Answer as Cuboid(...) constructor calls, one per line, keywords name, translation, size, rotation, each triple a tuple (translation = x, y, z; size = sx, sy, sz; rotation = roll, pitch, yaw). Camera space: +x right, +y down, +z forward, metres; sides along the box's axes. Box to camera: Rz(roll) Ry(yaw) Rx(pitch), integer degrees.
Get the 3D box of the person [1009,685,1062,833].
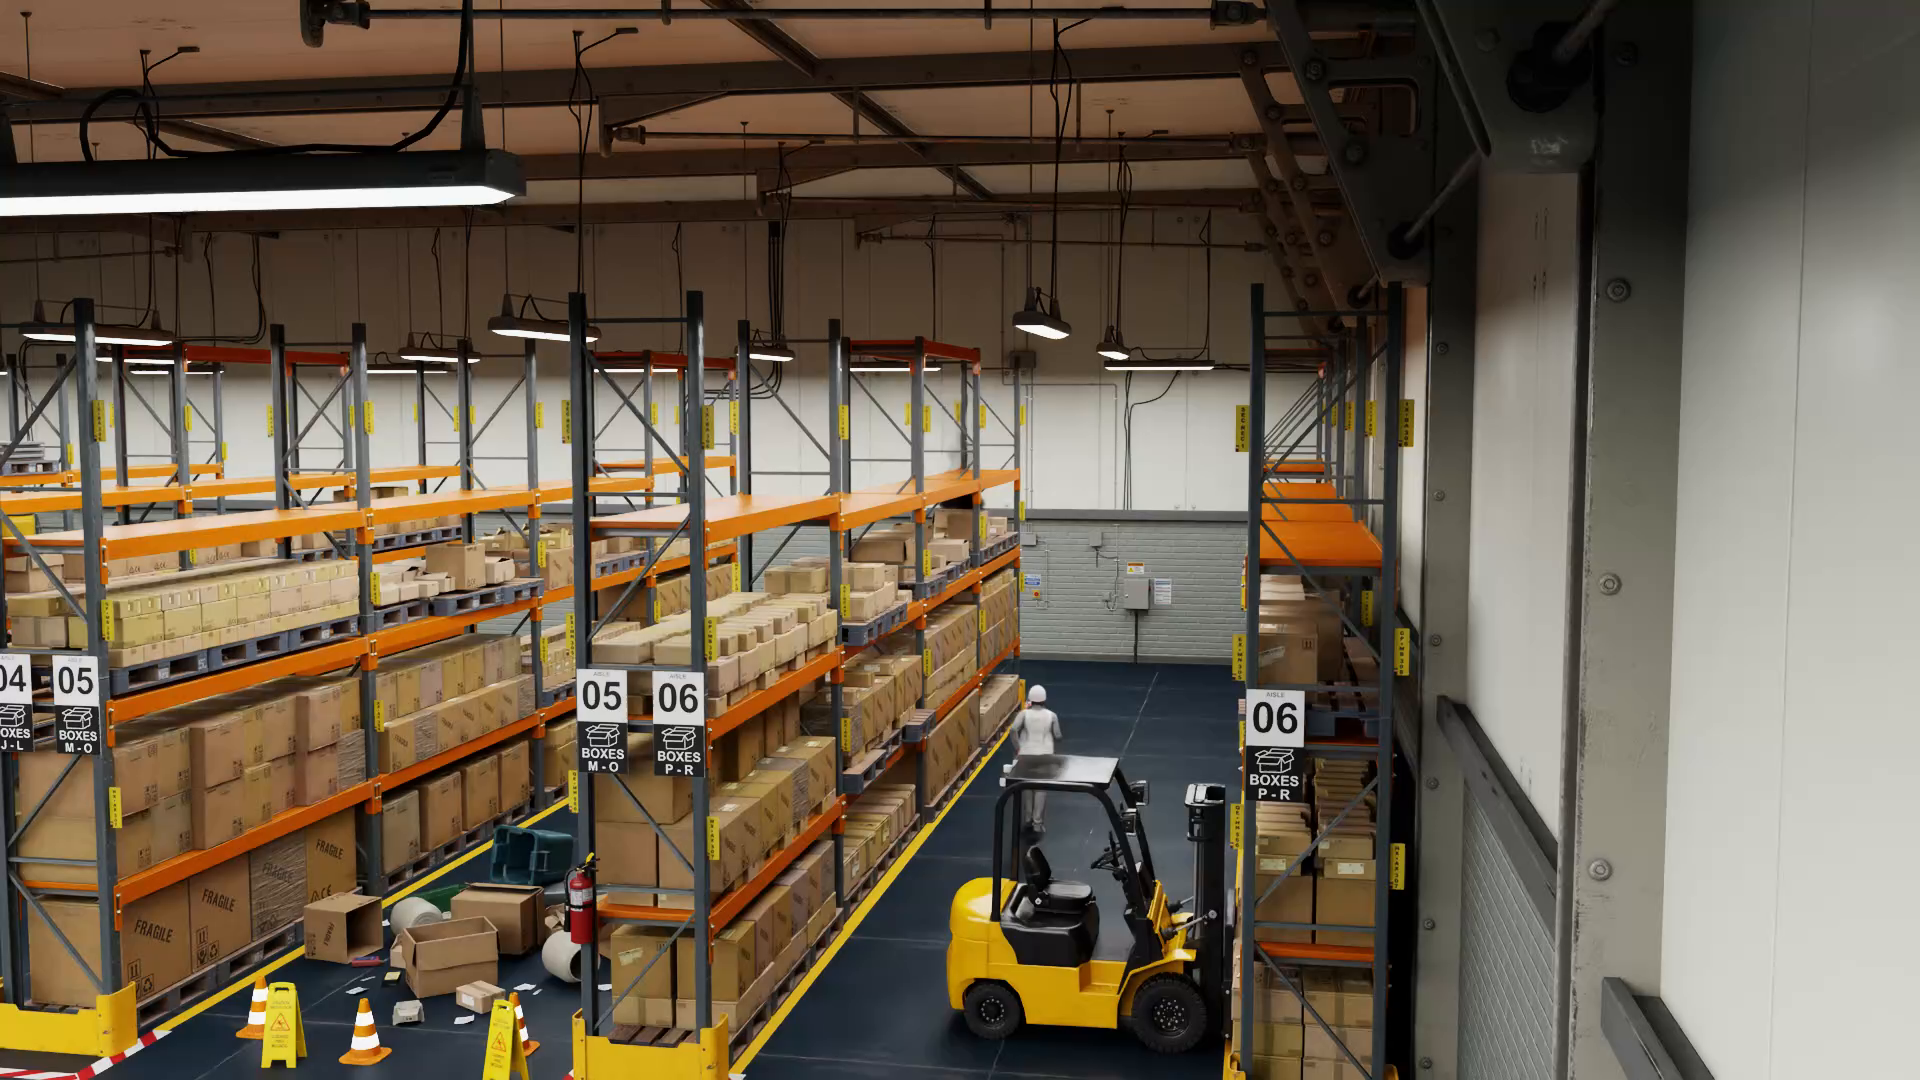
Cuboid(name="person", translation=(0.928, 2.669, 20.111), size=(0.600, 1.821, 0.831), rotation=(1, 5, 12))
